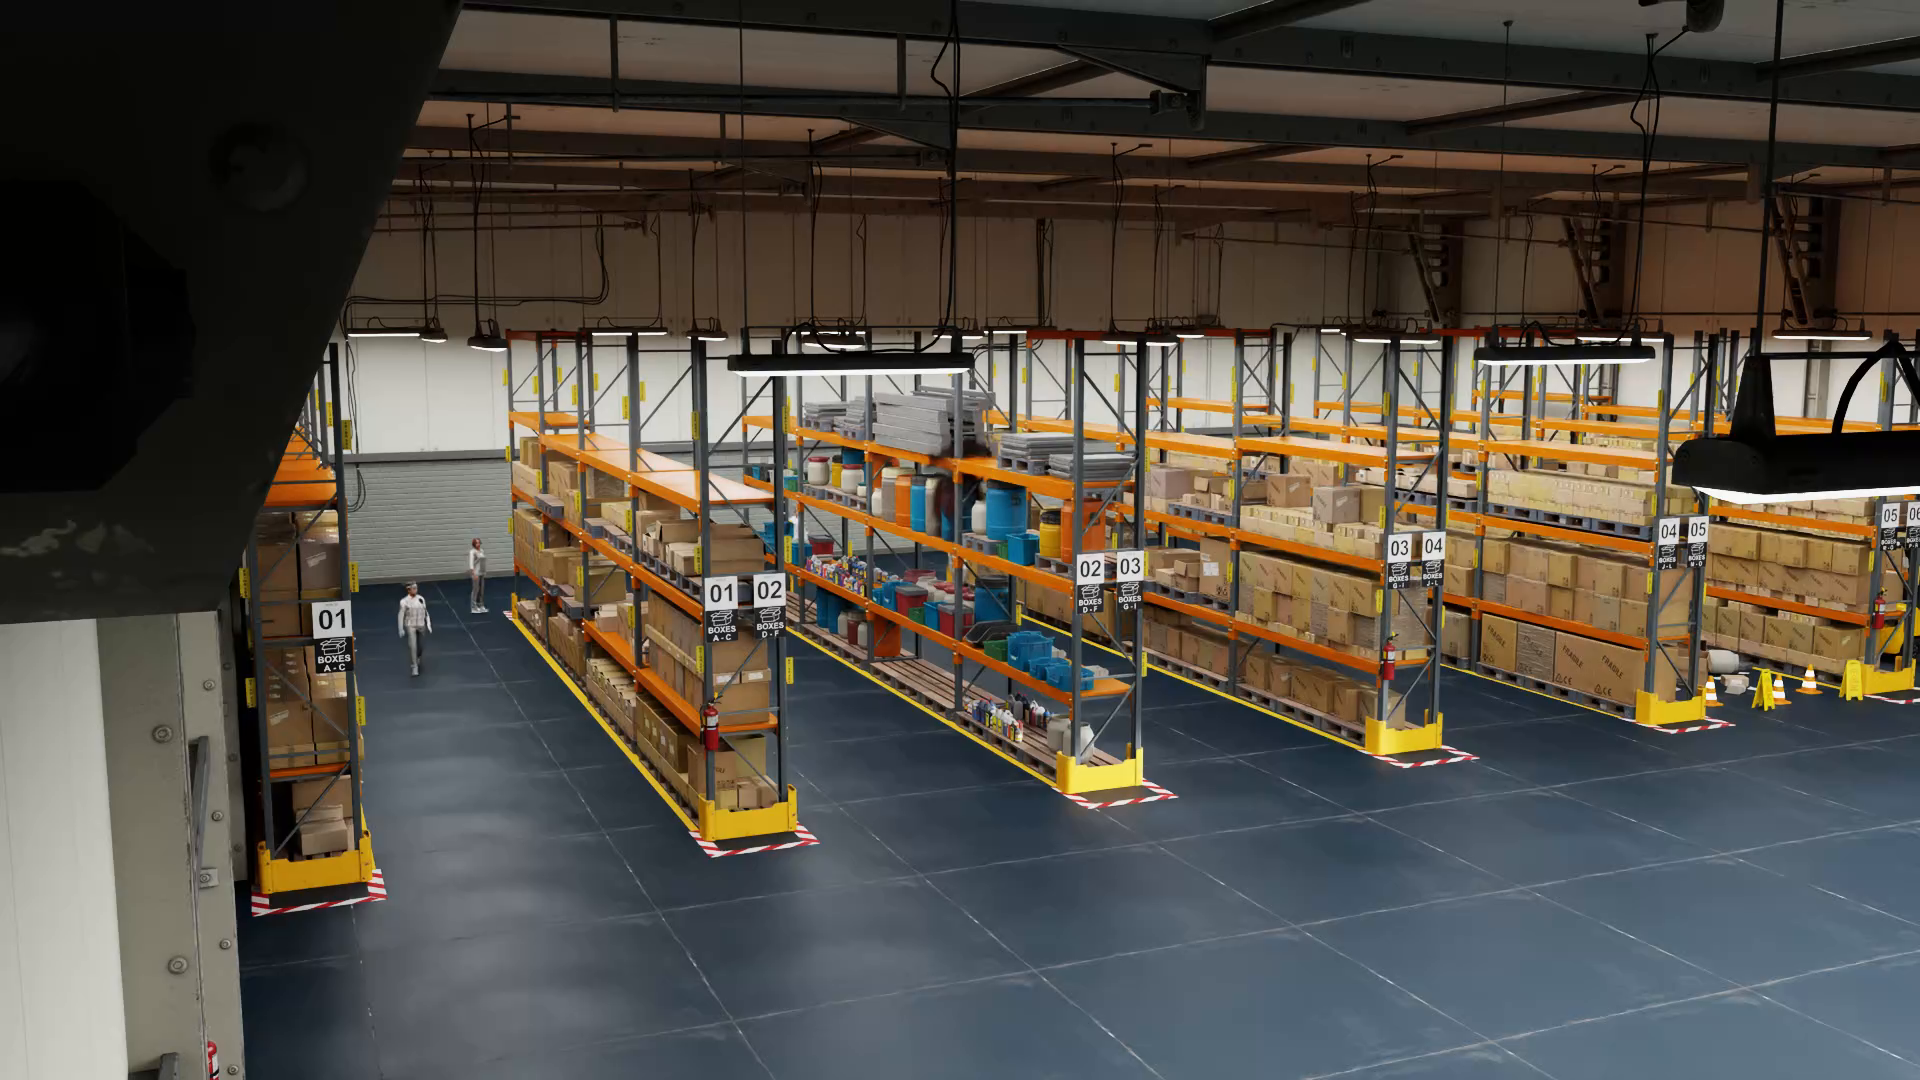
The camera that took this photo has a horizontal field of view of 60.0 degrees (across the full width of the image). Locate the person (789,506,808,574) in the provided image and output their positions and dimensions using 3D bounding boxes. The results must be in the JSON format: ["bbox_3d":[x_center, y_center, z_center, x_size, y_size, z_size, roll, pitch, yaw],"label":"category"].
[{"bbox_3d":[-3.919,0.001,40.533,0.495,1.701,0.505,7,11,44],"label":"person"}]

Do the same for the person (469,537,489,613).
[{"bbox_3d":[-10.225,0.746,35.293,0.327,1.614,0.439,1,8,10],"label":"person"}]

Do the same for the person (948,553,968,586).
[{"bbox_3d":[-0.074,0.659,35.303,0.446,1.776,0.558,-3,8,-19],"label":"person"}]

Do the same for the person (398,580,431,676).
[{"bbox_3d":[-9.668,1.516,29.446,0.543,1.638,0.975,-4,9,-28],"label":"person"}]
